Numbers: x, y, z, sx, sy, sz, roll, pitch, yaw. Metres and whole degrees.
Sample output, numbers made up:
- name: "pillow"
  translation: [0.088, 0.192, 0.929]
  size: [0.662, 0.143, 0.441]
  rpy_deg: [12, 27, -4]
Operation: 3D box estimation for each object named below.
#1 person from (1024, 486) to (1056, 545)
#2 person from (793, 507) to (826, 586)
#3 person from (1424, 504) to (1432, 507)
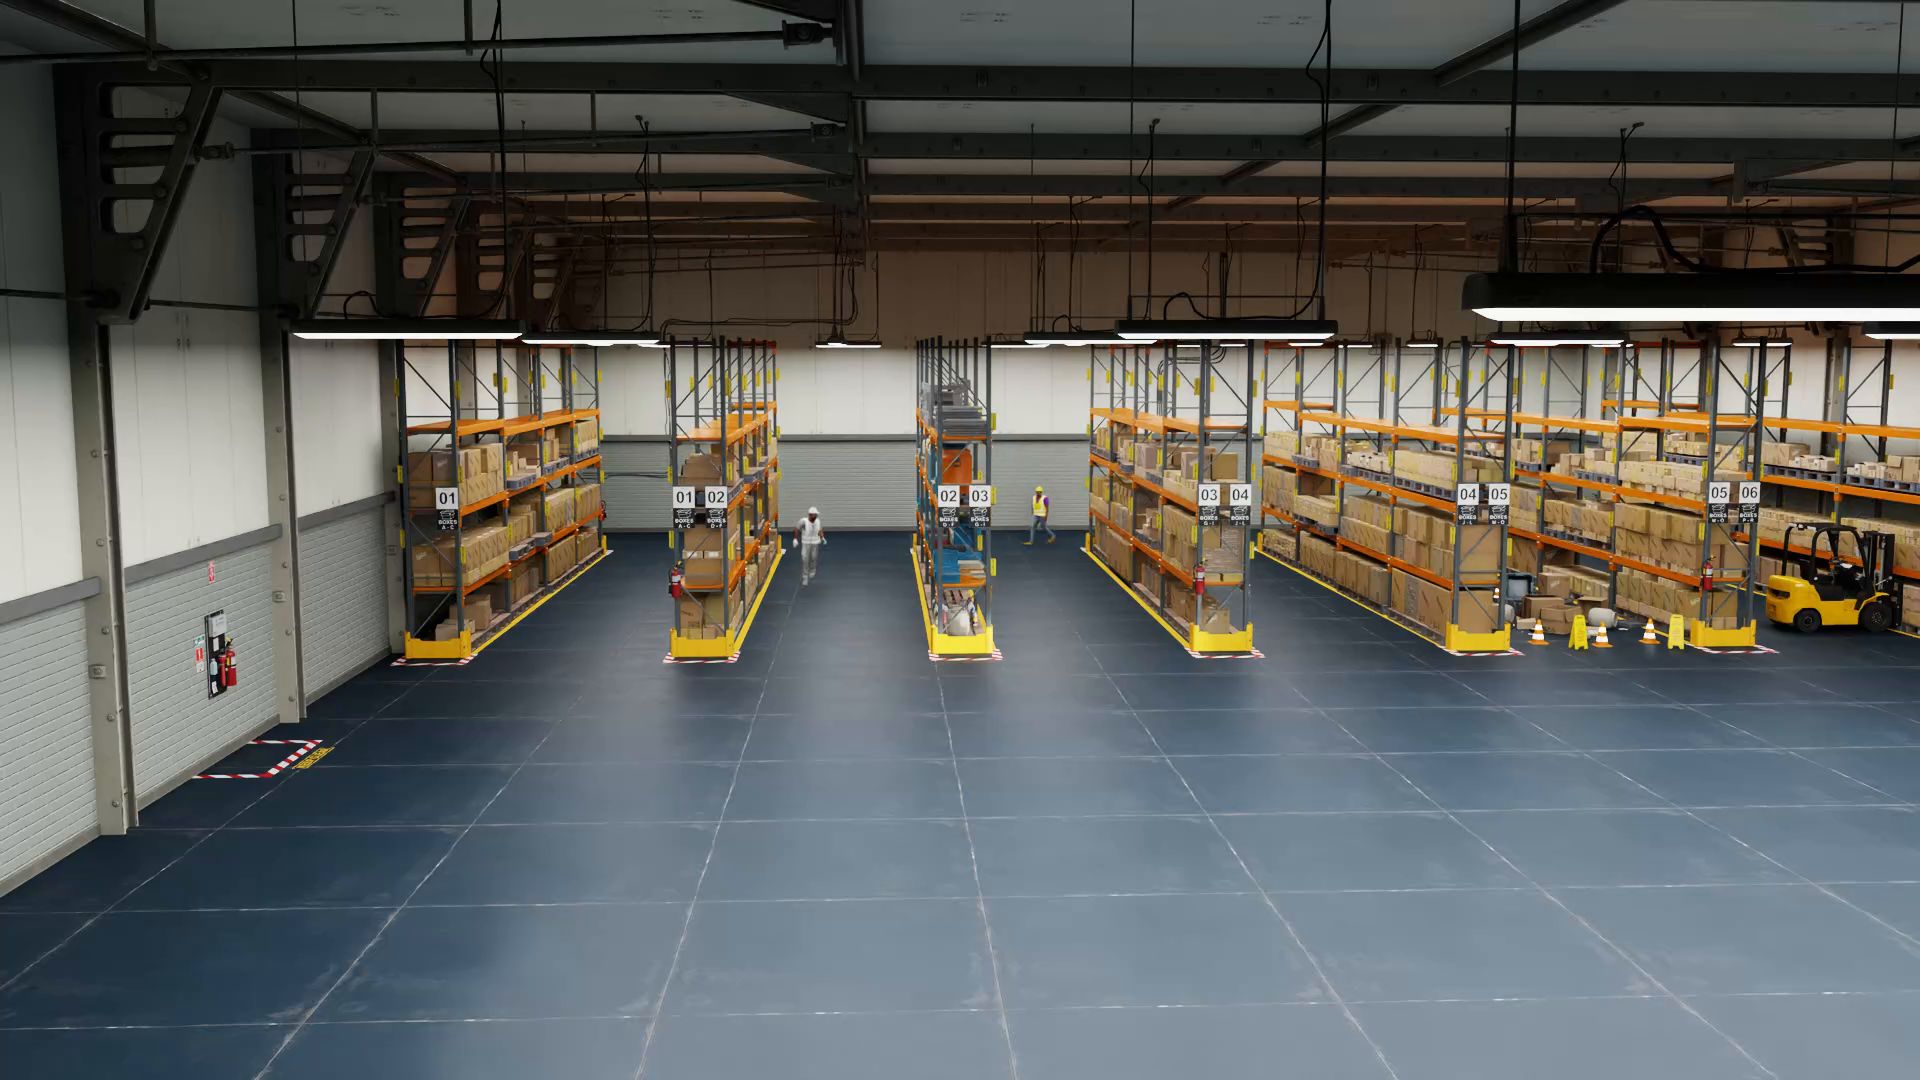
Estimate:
- name: "person"
  translation: [2.349, -0.717, 49.104]
  size: [0.998, 1.742, 0.590]
  rpy_deg: [-5, 8, -39]
- name: "person"
  translation: [-3.566, 0.128, 39.519]
  size: [0.791, 1.821, 0.866]
  rpy_deg: [0, 6, -1]
- name: "person"
  translation: [12.392, -0.170, 44.255]
  size: [0.497, 1.798, 0.614]
  rpy_deg: [2, 7, 18]
